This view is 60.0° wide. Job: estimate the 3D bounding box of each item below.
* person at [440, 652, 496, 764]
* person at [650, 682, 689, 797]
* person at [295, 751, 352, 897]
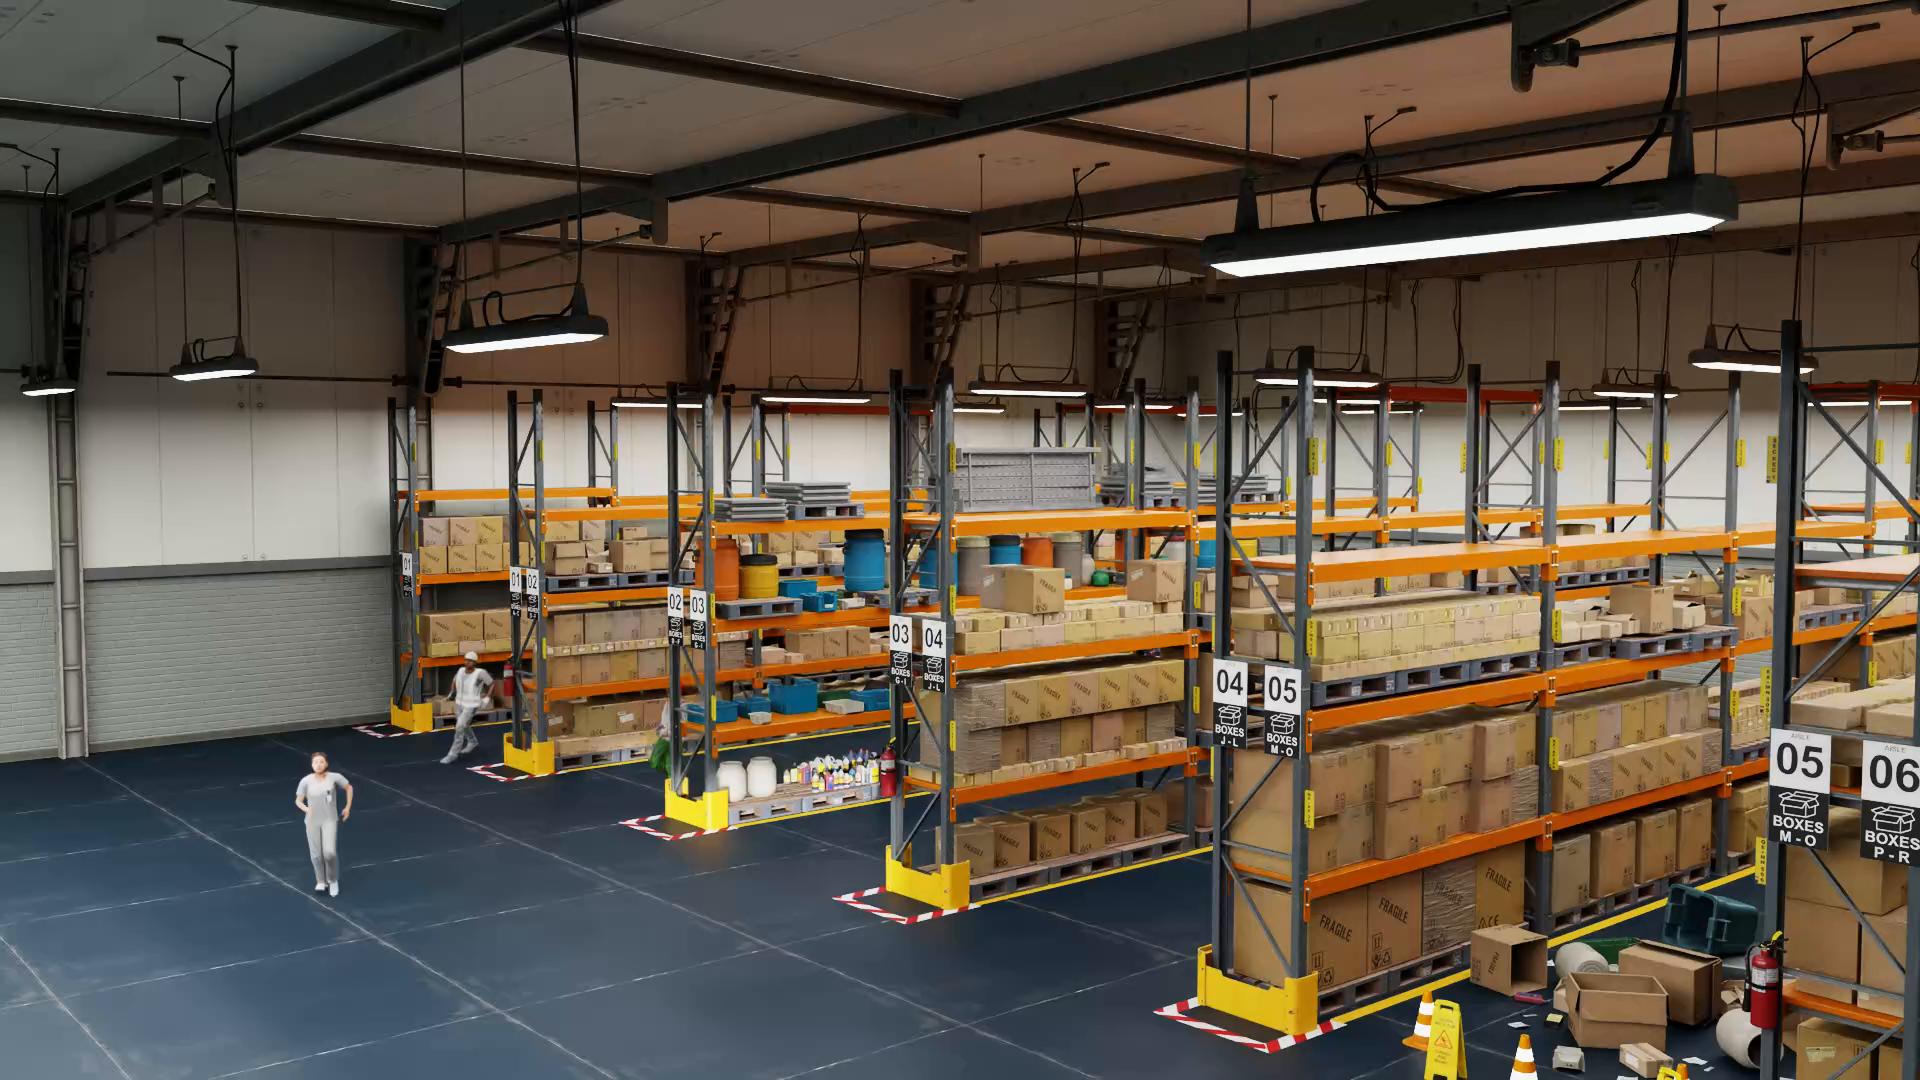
[{"bbox_3d":[-8.003,2.693,26.997,0.742,1.772,0.958,2,4,27],"label":"person"},{"bbox_3d":[-4.168,2.895,24.081,0.643,1.738,0.549,3,4,37],"label":"person"},{"bbox_3d":[-7.232,3.237,18.898,0.592,1.678,0.665,-1,3,-14],"label":"person"}]
